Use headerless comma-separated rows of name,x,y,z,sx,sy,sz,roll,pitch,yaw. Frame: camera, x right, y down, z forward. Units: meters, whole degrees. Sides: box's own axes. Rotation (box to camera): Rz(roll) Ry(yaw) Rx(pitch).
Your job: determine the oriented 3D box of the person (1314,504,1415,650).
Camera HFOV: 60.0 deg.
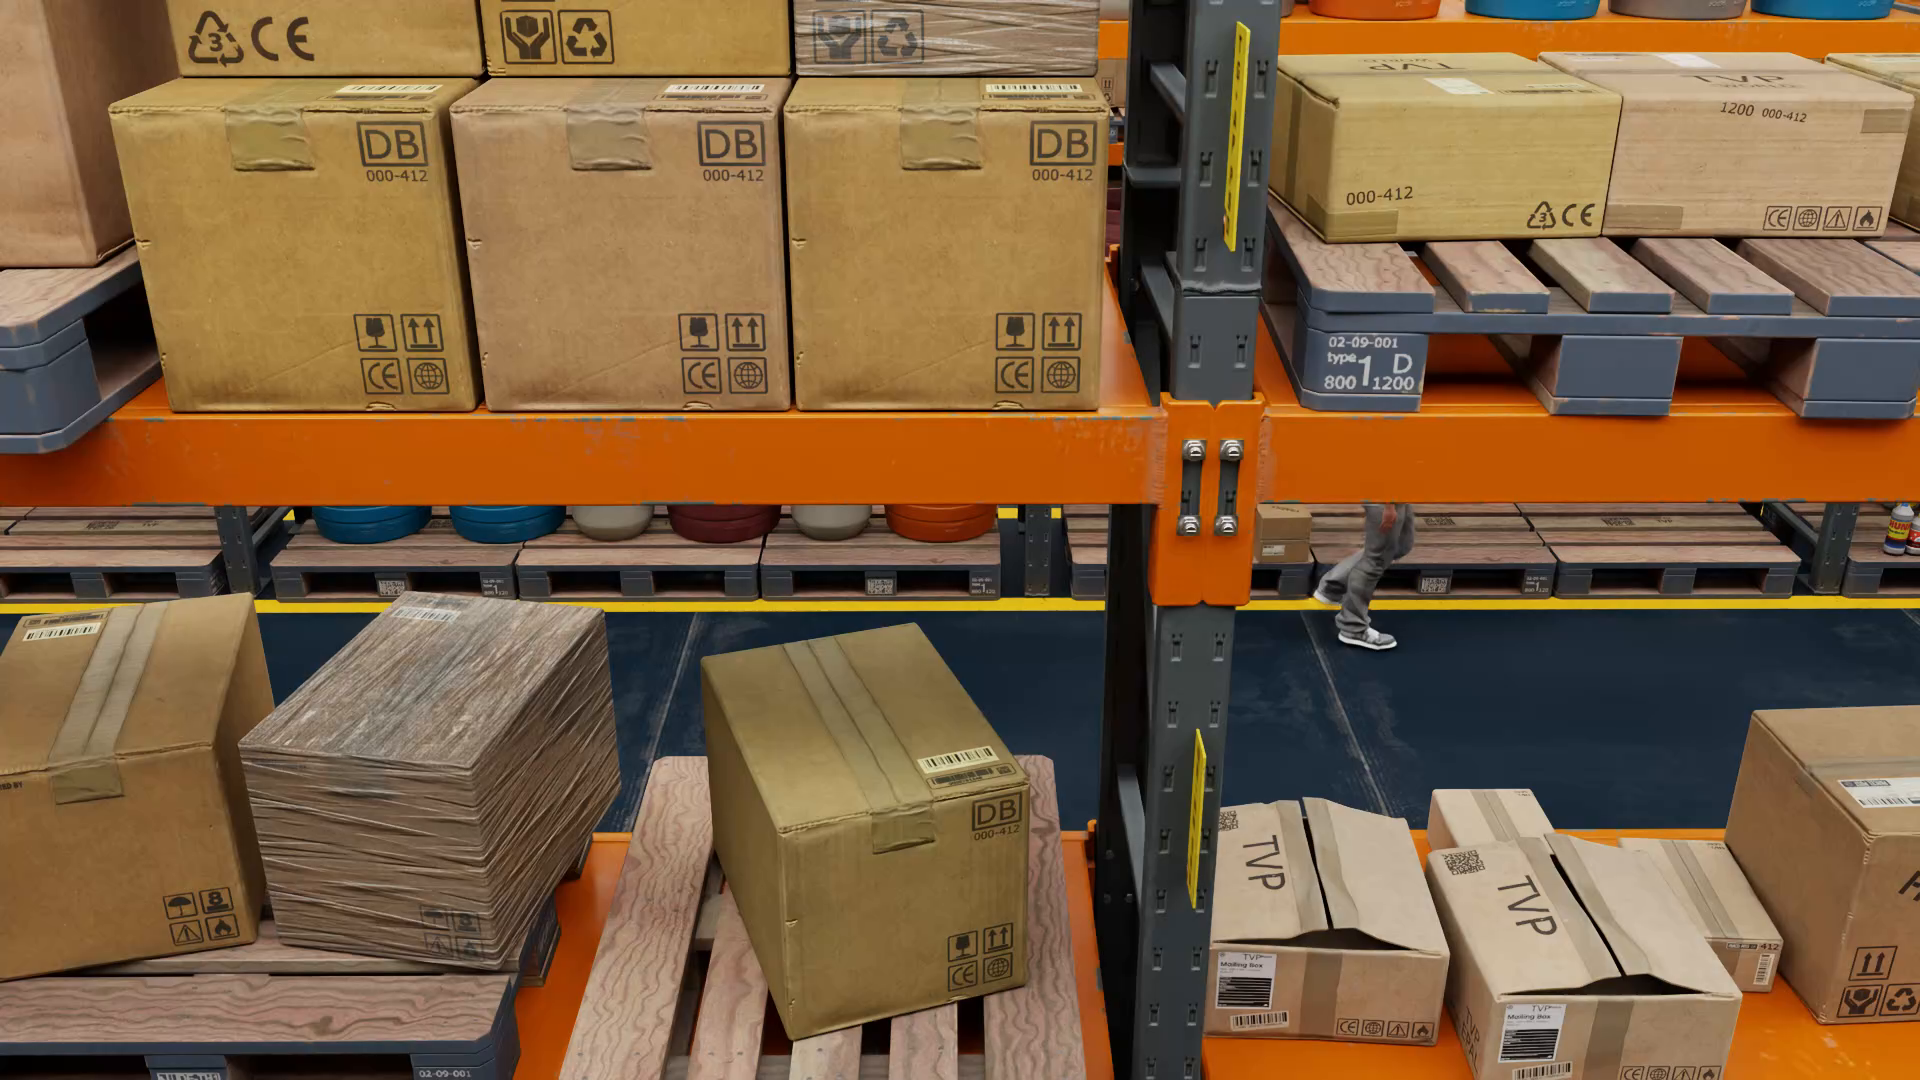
person,1.911,-0.233,7.613,0.470,1.589,0.477,5,25,11
